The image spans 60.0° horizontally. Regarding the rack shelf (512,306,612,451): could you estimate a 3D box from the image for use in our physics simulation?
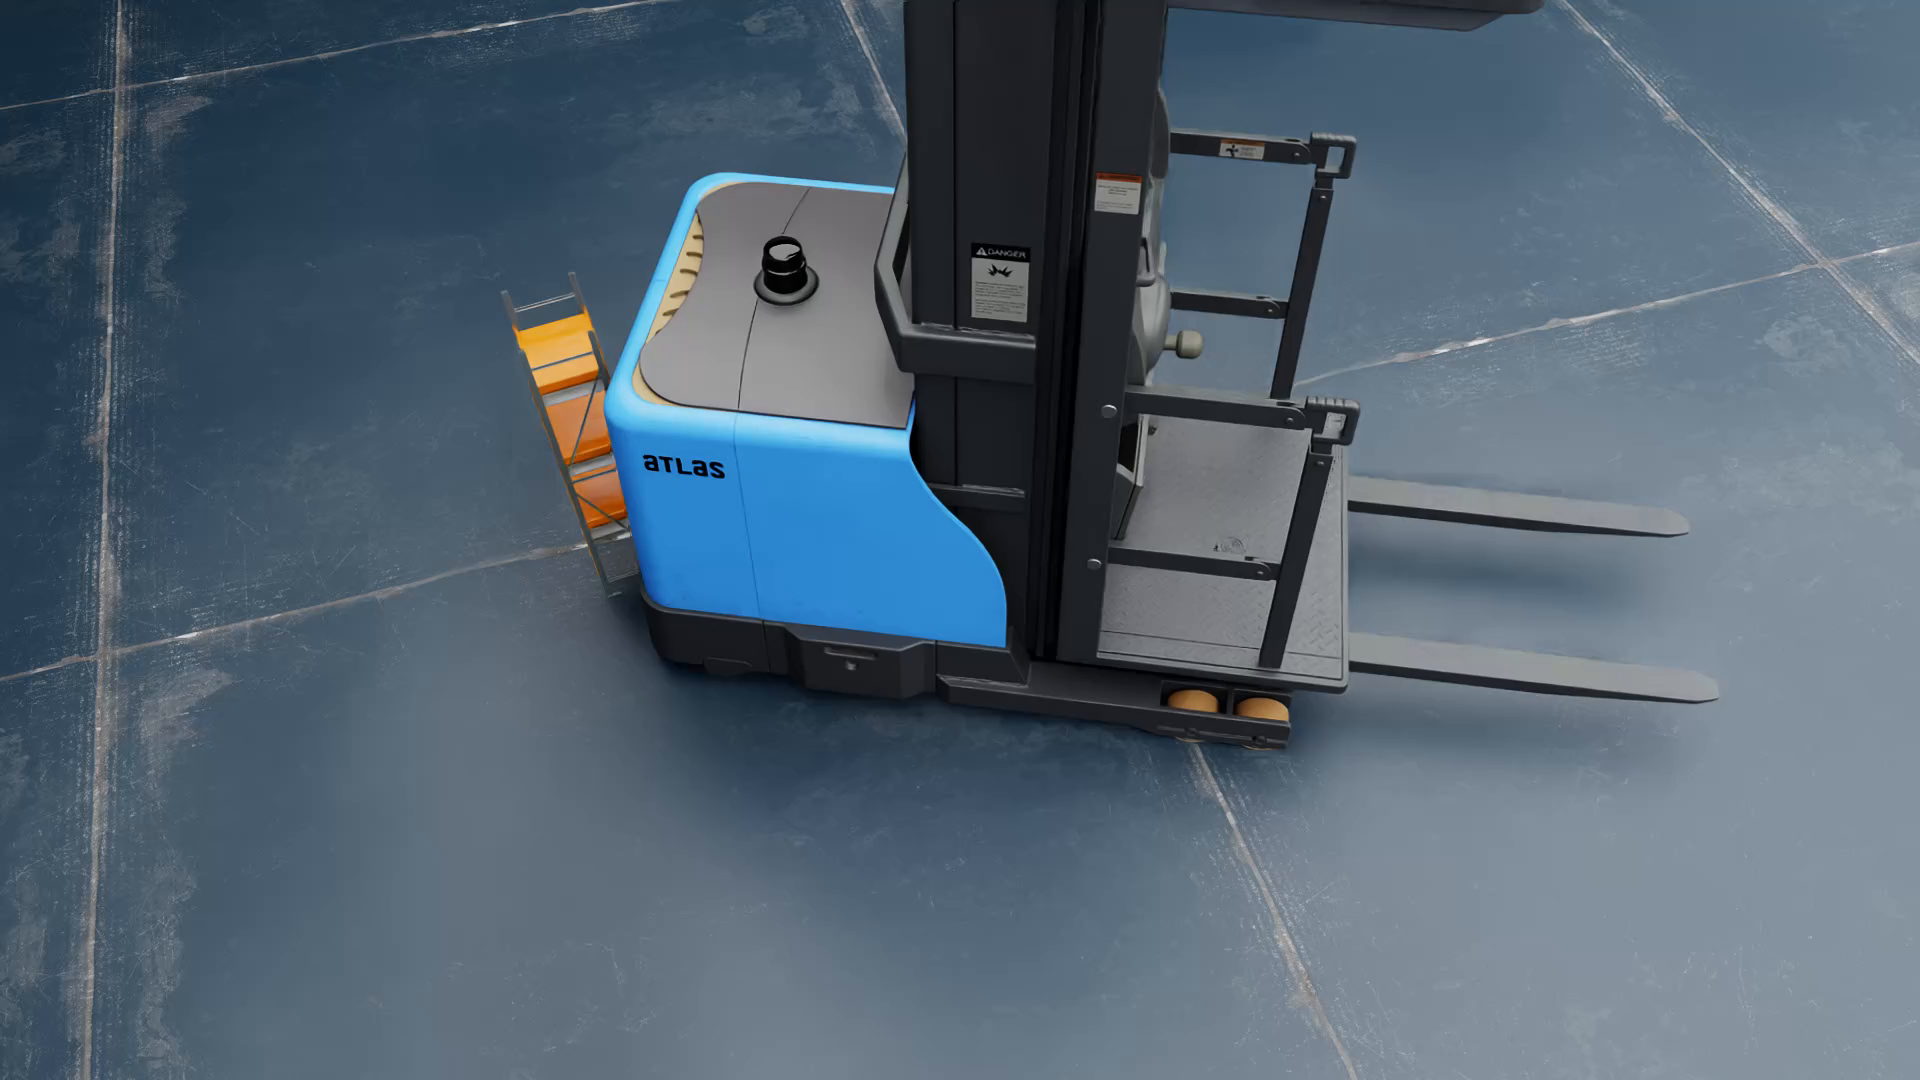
[{"bbox_3d":[-1.074,-0.444,4.573,0.215,0.259,0.240,-18,52,-10],"label":"rack shelf"}]

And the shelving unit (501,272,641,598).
[{"bbox_3d":[-1.059,-0.272,4.785,0.215,1.050,0.252,-18,52,-10],"label":"shelving unit"}]

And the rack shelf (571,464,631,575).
[{"bbox_3d":[-1.043,-0.091,5.009,0.215,0.259,0.240,-18,52,-10],"label":"rack shelf"}]

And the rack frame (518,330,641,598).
[{"bbox_3d":[-1.017,-0.185,4.711,0.200,1.050,0.008,-18,52,-10],"label":"rack frame"}]

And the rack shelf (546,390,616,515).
[{"bbox_3d":[-1.058,-0.265,4.793,0.215,0.259,0.240,-18,52,-10],"label":"rack shelf"}]

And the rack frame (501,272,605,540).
[{"bbox_3d":[-1.101,-0.360,4.859,0.200,1.050,0.008,-18,52,-10],"label":"rack frame"}]

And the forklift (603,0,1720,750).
[{"bbox_3d":[0.648,-0.783,3.993,3.031,2.935,1.130,6,50,5],"label":"forklift"}]
